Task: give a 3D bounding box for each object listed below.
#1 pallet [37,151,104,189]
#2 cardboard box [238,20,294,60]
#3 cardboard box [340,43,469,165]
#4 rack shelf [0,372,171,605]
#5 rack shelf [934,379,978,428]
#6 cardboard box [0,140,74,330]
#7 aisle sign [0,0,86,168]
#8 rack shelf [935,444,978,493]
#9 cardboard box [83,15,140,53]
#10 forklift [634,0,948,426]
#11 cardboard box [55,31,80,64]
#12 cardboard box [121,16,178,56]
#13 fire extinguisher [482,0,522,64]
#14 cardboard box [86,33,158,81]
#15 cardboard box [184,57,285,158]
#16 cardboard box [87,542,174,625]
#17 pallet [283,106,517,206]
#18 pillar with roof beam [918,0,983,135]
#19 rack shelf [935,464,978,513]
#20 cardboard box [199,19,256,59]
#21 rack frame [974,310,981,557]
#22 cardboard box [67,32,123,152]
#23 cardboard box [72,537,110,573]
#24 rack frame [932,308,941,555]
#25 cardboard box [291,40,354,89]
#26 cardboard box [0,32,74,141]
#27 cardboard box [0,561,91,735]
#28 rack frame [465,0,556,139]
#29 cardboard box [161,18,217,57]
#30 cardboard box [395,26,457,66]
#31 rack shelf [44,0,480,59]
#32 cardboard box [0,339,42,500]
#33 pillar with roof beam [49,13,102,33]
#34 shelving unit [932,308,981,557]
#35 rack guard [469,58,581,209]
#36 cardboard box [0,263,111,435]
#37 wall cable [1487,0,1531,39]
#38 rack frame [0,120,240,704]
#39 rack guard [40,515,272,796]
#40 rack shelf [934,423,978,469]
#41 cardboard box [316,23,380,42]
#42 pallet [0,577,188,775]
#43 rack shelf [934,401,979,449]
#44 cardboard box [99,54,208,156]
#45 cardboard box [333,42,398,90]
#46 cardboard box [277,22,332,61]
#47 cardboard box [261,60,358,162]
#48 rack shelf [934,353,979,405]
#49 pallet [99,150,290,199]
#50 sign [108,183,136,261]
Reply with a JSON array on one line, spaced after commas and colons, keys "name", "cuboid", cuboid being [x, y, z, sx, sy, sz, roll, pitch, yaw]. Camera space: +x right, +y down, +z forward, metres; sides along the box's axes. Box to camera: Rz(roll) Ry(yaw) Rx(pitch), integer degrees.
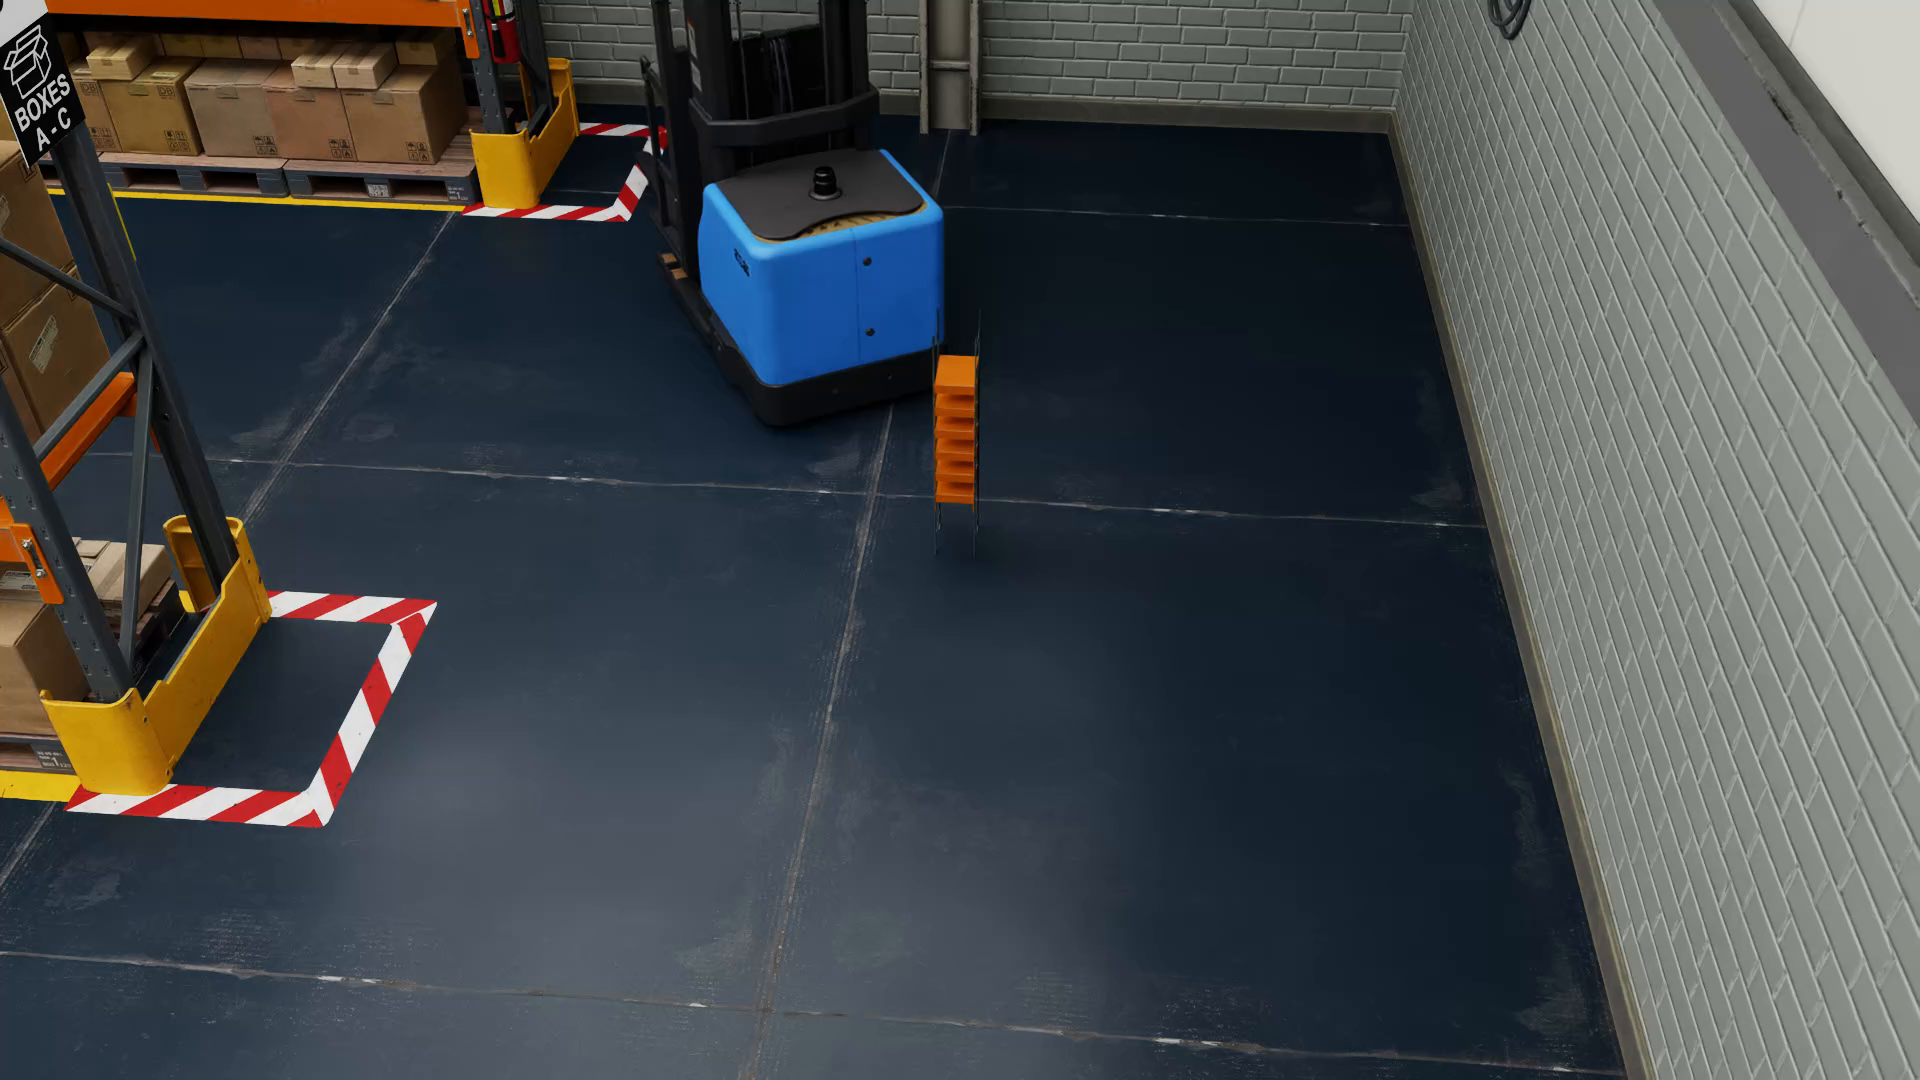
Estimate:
[{"name": "pallet", "cuboid": [-6.060, -2.668, 11.031, 1.213, 0.211, 1.003, 3, 39, 4]}, {"name": "cardboard box", "cuboid": [-4.398, -3.216, 10.629, 0.250, 0.149, 0.380, 4, 39, 4]}, {"name": "cardboard box", "cuboid": [-3.532, -2.791, 10.621, 0.500, 0.500, 0.700, 3, 39, 4]}, {"name": "rack shelf", "cuboid": [-5.242, -0.337, 6.528, 4.000, 0.370, 1.077, 3, 39, 4]}, {"name": "rack shelf", "cuboid": [-0.014, -0.618, 7.419, 0.180, 0.103, 0.258, 3, 39, 4]}, {"name": "cardboard box", "cuboid": [-3.669, -1.123, 6.053, 0.500, 0.500, 0.500, 4, 39, 5]}, {"name": "aisle sign", "cuboid": [-3.156, -1.696, 5.569, 0.004, 0.787, 0.394, 3, 39, 4]}, {"name": "rack shelf", "cuboid": [-0.014, -0.339, 7.646, 0.180, 0.103, 0.258, 3, 39, 4]}, {"name": "cardboard box", "cuboid": [-5.414, -3.272, 10.697, 0.250, 0.149, 0.380, 2, 39, 2]}, {"name": "forklift", "cuboid": [-1.136, -2.652, 8.857, 1.130, 2.935, 3.031, -16, 42, -19]}, {"name": "cardboard box", "cuboid": [-5.749, -3.047, 10.421, 0.250, 0.149, 0.380, 4, 39, 5]}, {"name": "cardboard box", "cuboid": [-5.163, -3.257, 10.680, 0.250, 0.149, 0.380, 4, 39, 4]}, {"name": "fire extinguisher", "cuboid": [-2.716, -3.149, 9.770, 0.183, 0.674, 0.296, 3, 39, 4]}, {"name": "cardboard box", "cuboid": [-5.229, -3.018, 10.386, 0.250, 0.149, 0.380, 2, 39, 3]}, {"name": "cardboard box", "cuboid": [-4.532, -2.845, 10.687, 0.500, 0.500, 0.700, 2, 39, 2]}, {"name": "cardboard box", "cuboid": [-3.637, 0.189, 7.222, 0.250, 0.149, 0.380, 3, 39, 4]}, {"name": "pallet", "cuboid": [-3.629, -2.535, 10.868, 1.213, 0.211, 1.003, 3, 39, 4]}, {"name": "pillar with roof beam", "cuboid": [-0.433, -3.639, 5.262, 0.400, 9.000, 9.100, 3, 39, 4]}, {"name": "rack shelf", "cuboid": [-0.014, -0.246, 7.722, 0.180, 0.103, 0.258, 3, 39, 4]}, {"name": "cardboard box", "cuboid": [-4.653, -3.230, 10.646, 0.250, 0.149, 0.380, 4, 39, 4]}, {"name": "rack frame", "cuboid": [0.077, -0.461, 7.537, 0.006, 1.200, 0.240, 3, 39, 4]}, {"name": "cardboard box", "cuboid": [-5.575, -2.899, 10.754, 0.500, 0.500, 0.700, 3, 39, 3]}, {"name": "cardboard box", "cuboid": [-3.886, 0.169, 7.233, 0.250, 0.166, 0.380, 3, 39, 4]}, {"name": "rack frame", "cuboid": [-0.106, -0.471, 7.549, 0.006, 1.200, 0.240, 3, 39, 4]}, {"name": "cardboard box", "cuboid": [-3.930, -2.949, 10.300, 0.250, 0.149, 0.380, 4, 39, 5]}, {"name": "cardboard box", "cuboid": [-6.075, -2.929, 10.790, 0.500, 0.500, 0.700, 4, 39, 4]}, {"name": "cardboard box", "cuboid": [-3.813, 0.417, 6.663, 0.500, 0.500, 0.500, 3, 39, 4]}, {"name": "rack frame", "cuboid": [-2.826, -3.622, 9.995, 0.127, 3.000, 1.000, 3, 39, 4]}, {"name": "cardboard box", "cuboid": [-4.906, -3.244, 10.663, 0.250, 0.149, 0.380, 2, 39, 3]}, {"name": "cardboard box", "cuboid": [-3.390, -3.162, 10.562, 0.250, 0.149, 0.380, 3, 39, 4]}, {"name": "rack shelf", "cuboid": [-4.819, -3.452, 10.356, 4.000, 0.370, 1.077, 3, 39, 4]}, {"name": "cardboard box", "cuboid": [-3.719, -0.399, 5.955, 0.500, 0.500, 0.500, 4, 39, 5]}, {"name": "pillar with roof beam", "cuboid": [-6.410, -3.965, 5.664, 0.400, 9.000, 9.100, 3, 39, 4]}, {"name": "shelving unit", "cuboid": [-0.014, -0.466, 7.543, 0.189, 1.200, 0.258, 3, 39, 4]}, {"name": "rack guard", "cuboid": [-2.802, -2.652, 10.782, 0.348, 0.500, 1.175, 3, 39, 4]}, {"name": "cardboard box", "cuboid": [-3.669, -0.736, 6.369, 0.500, 0.500, 0.500, 4, 39, 5]}, {"name": "wall cable", "cuboid": [2.778, -4.212, 8.427, 0.112, 2.526, 3.097, 3, 39, 4]}, {"name": "rack frame", "cuboid": [-3.250, -0.507, 6.167, 0.127, 3.000, 1.000, 3, 39, 4]}, {"name": "rack guard", "cuboid": [-3.325, 0.458, 6.961, 0.348, 0.500, 1.175, 3, 39, 4]}, {"name": "rack shelf", "cuboid": [-0.014, -0.432, 7.571, 0.180, 0.103, 0.258, 3, 39, 4]}, {"name": "cardboard box", "cuboid": [-3.895, -3.189, 10.596, 0.250, 0.149, 0.380, 3, 39, 4]}, {"name": "pallet", "cuboid": [-4.120, 0.528, 7.105, 1.213, 0.211, 1.003, 3, 39, 4]}, {"name": "rack shelf", "cuboid": [-0.014, -0.525, 7.495, 0.180, 0.103, 0.258, 3, 39, 4]}, {"name": "cardboard box", "cuboid": [-5.063, -2.870, 10.717, 0.500, 0.500, 0.700, 4, 39, 5]}, {"name": "cardboard box", "cuboid": [-3.676, -2.935, 10.284, 0.250, 0.149, 0.380, 3, 39, 3]}, {"name": "cardboard box", "cuboid": [-4.144, -3.203, 10.613, 0.250, 0.149, 0.380, 3, 39, 4]}, {"name": "cardboard box", "cuboid": [-4.030, -2.818, 10.654, 0.500, 0.500, 0.700, 3, 39, 4]}, {"name": "rack shelf", "cuboid": [-0.014, -0.711, 7.343, 0.180, 0.103, 0.258, 3, 39, 4]}, {"name": "pallet", "cuboid": [-4.841, -2.603, 10.952, 1.213, 0.211, 1.003, 3, 39, 4]}, {"name": "sign", "cuboid": [-3.203, -1.184, 6.313, 0.005, 0.325, 0.100, 3, 39, 4]}]
